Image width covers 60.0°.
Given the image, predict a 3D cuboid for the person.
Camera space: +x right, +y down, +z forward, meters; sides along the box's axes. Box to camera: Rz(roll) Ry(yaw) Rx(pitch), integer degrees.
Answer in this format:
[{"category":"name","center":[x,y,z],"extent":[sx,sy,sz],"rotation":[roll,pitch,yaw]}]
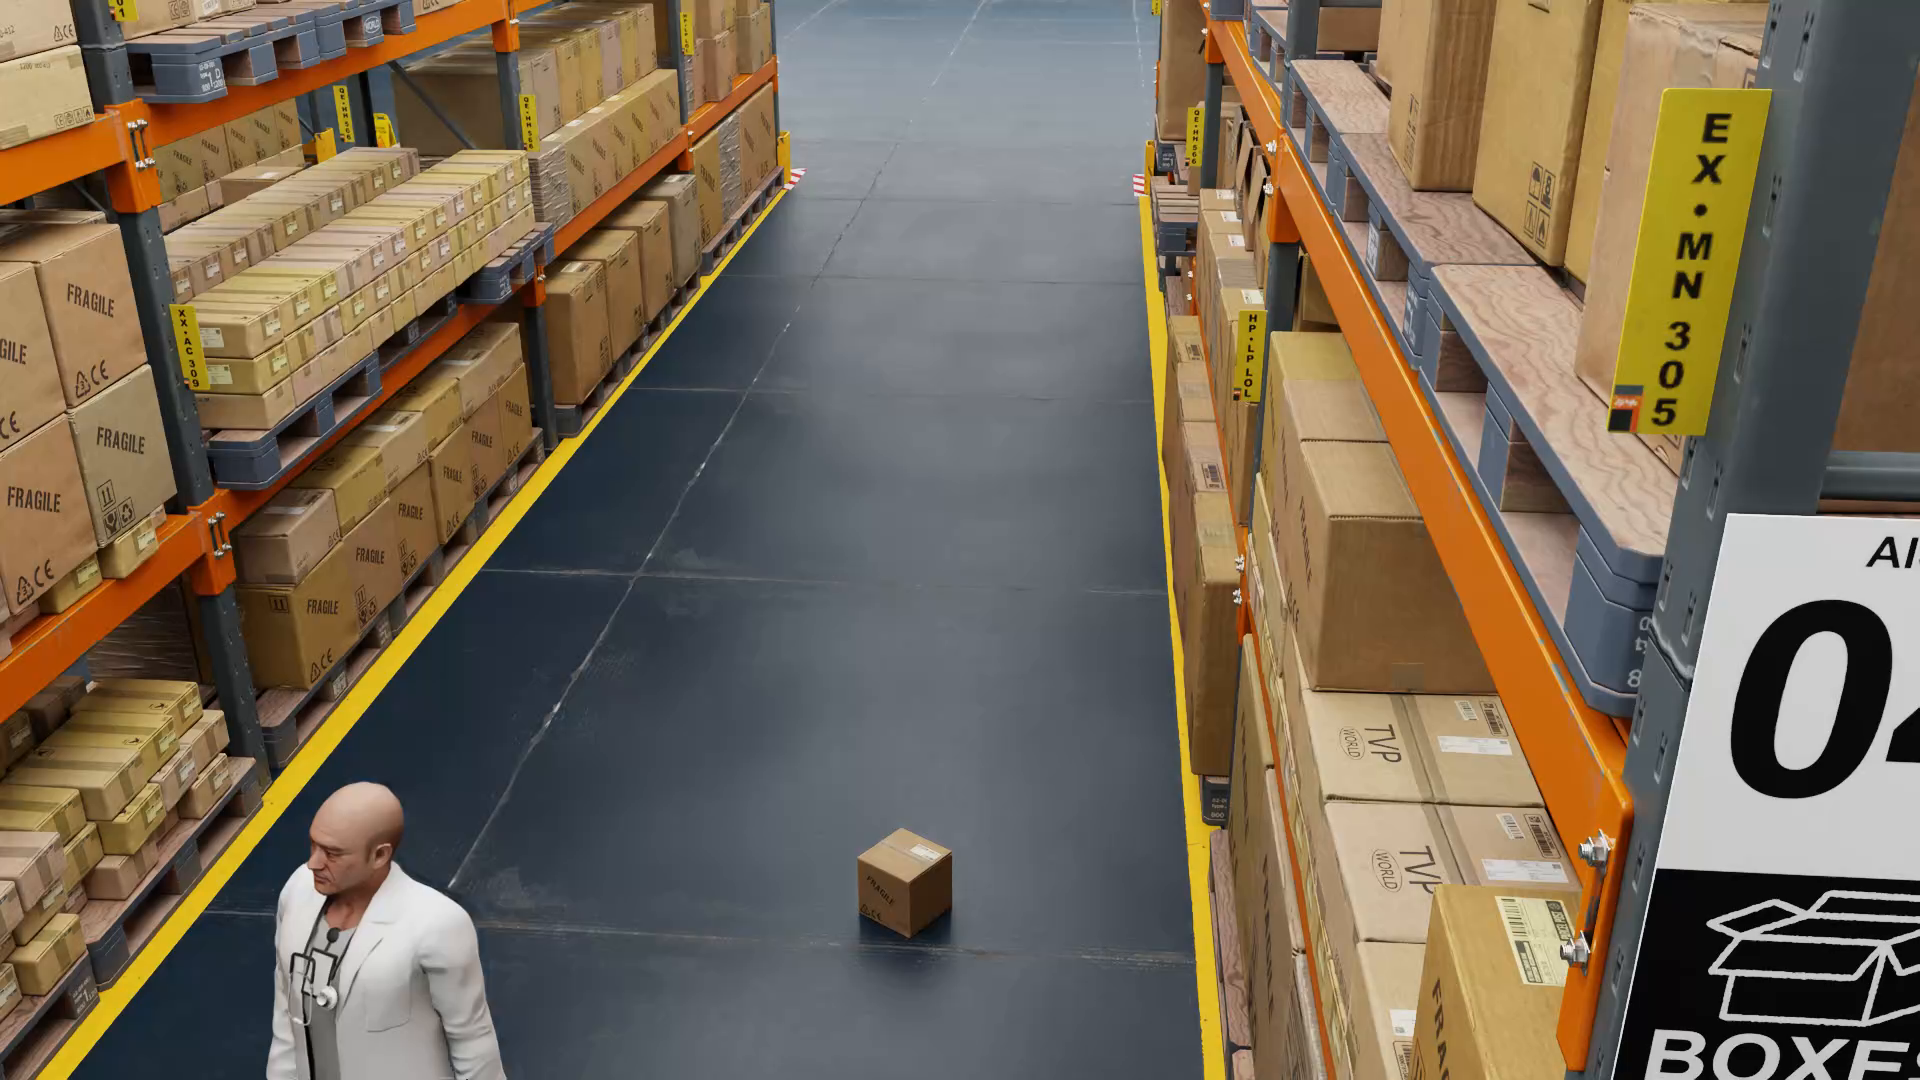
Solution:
[{"category":"person","center":[-1.407,1.353,4.103],"extent":[0.606,1.741,0.989],"rotation":[13,27,26]}]
